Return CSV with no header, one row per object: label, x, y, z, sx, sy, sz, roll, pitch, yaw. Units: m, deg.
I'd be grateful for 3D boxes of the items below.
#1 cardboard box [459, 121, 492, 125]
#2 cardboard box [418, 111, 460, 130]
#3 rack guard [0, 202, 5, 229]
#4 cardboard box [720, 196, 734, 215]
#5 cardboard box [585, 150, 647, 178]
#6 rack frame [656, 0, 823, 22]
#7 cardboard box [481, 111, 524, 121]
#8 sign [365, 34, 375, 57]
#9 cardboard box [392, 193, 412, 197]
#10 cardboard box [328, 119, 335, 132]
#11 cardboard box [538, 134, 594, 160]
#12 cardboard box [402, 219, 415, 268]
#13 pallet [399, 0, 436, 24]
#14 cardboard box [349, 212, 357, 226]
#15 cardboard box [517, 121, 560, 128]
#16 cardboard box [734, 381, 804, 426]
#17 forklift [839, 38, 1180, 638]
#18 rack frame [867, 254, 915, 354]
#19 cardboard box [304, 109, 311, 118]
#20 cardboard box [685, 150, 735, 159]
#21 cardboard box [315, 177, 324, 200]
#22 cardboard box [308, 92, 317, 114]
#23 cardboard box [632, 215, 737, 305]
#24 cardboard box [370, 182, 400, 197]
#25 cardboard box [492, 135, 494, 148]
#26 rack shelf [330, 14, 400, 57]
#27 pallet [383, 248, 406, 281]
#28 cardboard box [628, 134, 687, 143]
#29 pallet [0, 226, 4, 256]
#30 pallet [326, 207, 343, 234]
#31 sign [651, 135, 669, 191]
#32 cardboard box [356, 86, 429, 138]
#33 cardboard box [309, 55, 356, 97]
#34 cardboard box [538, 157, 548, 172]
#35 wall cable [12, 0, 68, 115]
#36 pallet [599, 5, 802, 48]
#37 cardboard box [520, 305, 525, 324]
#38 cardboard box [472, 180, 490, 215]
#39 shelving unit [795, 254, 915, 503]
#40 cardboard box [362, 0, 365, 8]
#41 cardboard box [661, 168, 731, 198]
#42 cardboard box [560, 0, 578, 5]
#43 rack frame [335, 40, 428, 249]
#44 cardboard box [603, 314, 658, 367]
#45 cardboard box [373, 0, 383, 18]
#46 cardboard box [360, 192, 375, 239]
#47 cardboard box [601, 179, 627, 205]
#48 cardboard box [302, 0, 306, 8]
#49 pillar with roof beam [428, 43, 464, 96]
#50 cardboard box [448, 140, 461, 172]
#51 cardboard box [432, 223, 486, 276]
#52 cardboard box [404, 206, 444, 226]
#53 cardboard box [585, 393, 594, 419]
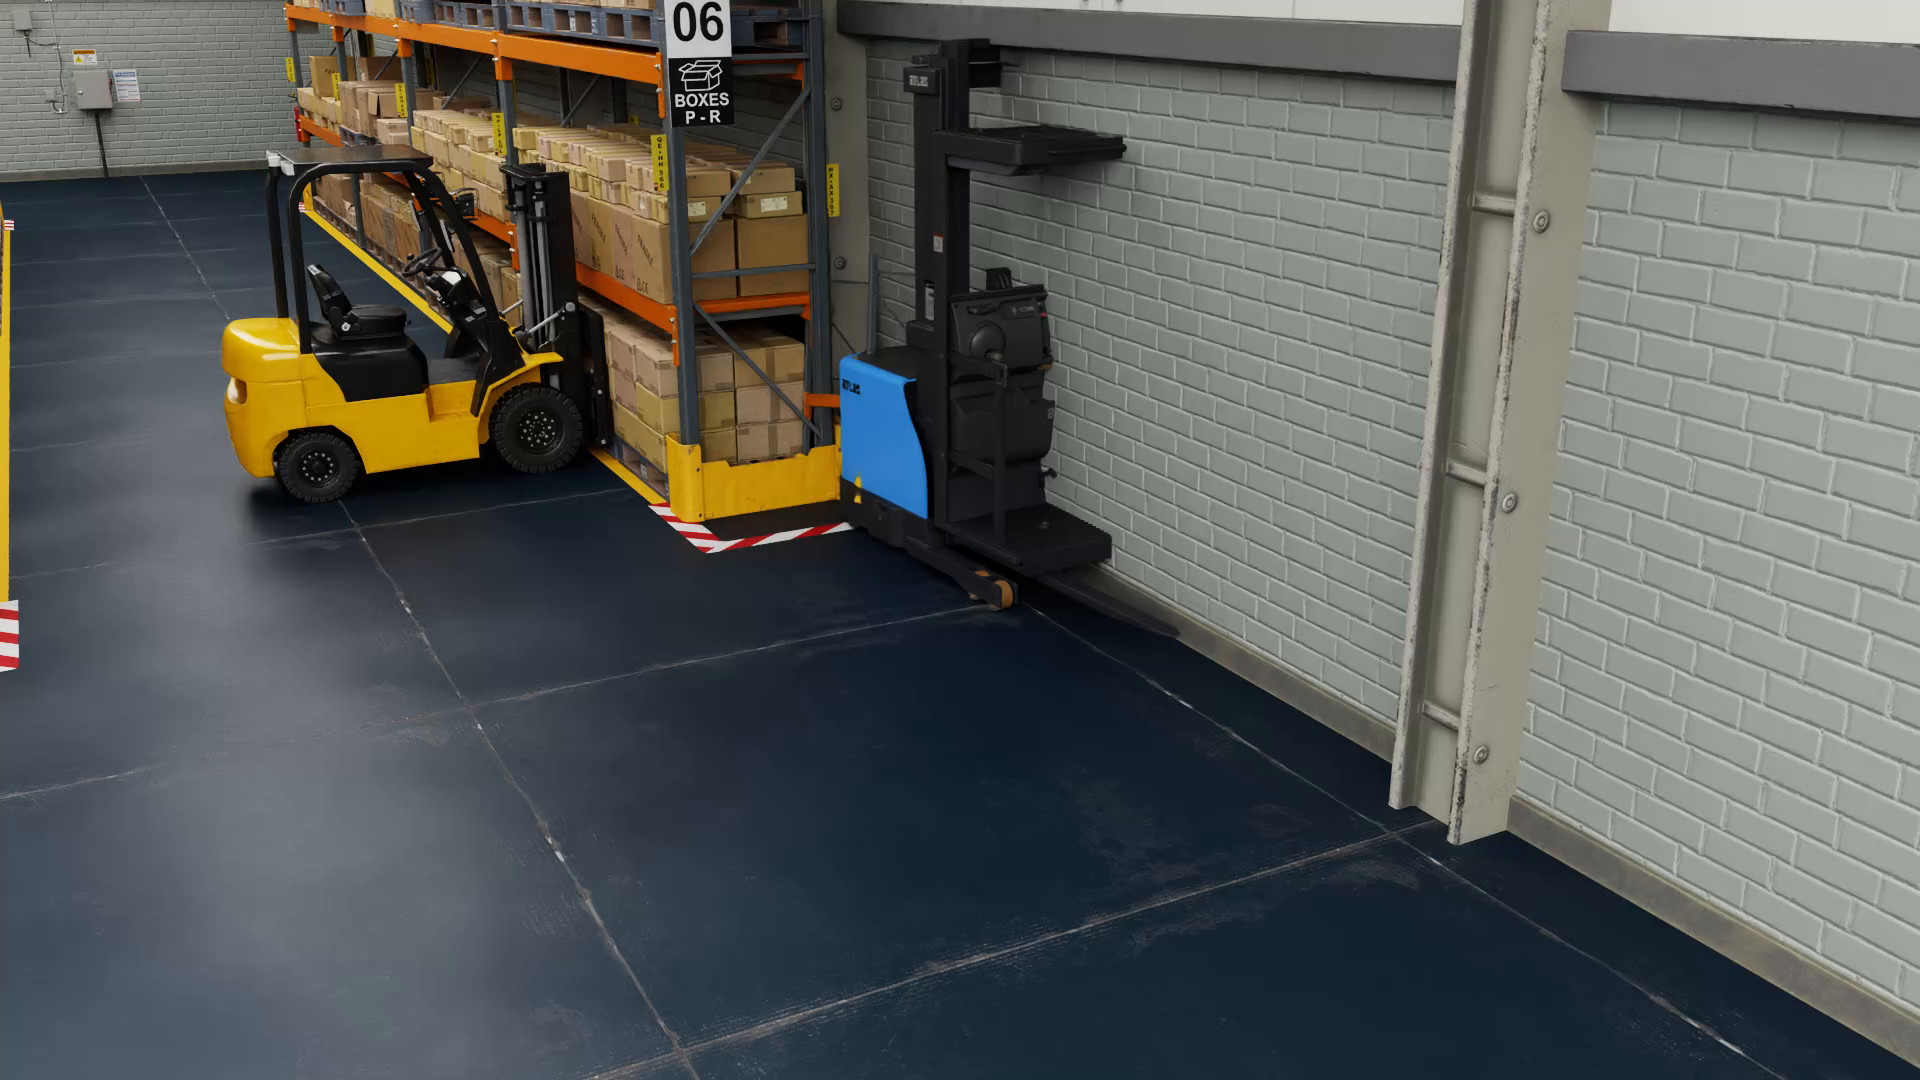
cardboard box,-4.374,-3.751,15.257,0.380,0.149,0.250,-10,21,-27
cardboard box,-5.077,-4.104,16.277,0.380,0.149,0.250,-9,21,-25
rack guard,-13.274,-4.315,21.870,1.175,0.500,0.348,-10,21,-27
cardboard box,-1.404,-2.219,10.816,0.380,0.149,0.250,-10,21,-27
cardboard box,-2.348,-2.582,11.412,0.380,0.149,0.250,-10,21,-26
rack frame,-1.298,-4.503,9.384,1.000,3.000,0.127,-10,21,-27
cardboard box,-4.473,-4.113,16.306,0.380,0.149,0.250,-10,21,-27
sign,-8.398,-7.037,23.666,0.100,0.325,0.005,-10,21,-27
cardboard box,-6.232,-3.853,18.892,0.380,0.149,0.250,-10,21,-26
cardboard box,-7.905,-5.336,21.381,0.380,0.149,0.250,-10,22,-27
cardboard box,-2.943,-2.949,12.476,0.380,0.149,0.250,-9,21,-25
cardboard box,-5.716,-3.213,18.034,0.500,0.500,0.500,-10,22,-27
pallet,-4.696,-5.111,16.035,1.213,0.211,1.003,-9,21,-24
cardboard box,-7.520,-4.077,21.074,0.380,0.149,0.250,-11,22,-28
cardboard box,-3.859,-3.748,15.246,0.380,0.149,0.250,-10,21,-26
cardboard box,-1.339,-0.969,11.146,0.500,0.250,0.500,-10,21,-26
forklift,0.478,-1.178,9.051,1.130,2.935,3.031,-12,22,-31
rack frame,-0.340,-0.977,10.192,0.500,1.500,0.032,-1,6,-27
cardboard box,-8.982,-6.004,23.318,0.380,0.149,0.250,-10,21,-27
cardboard box,-1.754,-2.590,11.434,0.380,0.149,0.250,-9,21,-25
cardboard box,-8.689,-5.088,23.461,0.797,0.503,0.637,-11,22,-29
cardboard box,-8.435,-5.868,22.312,0.500,0.250,0.500,-10,22,-28
cardboard box,-1.763,-1.815,10.638,0.500,0.500,0.500,-11,22,-28
cardboard box,-6.861,-4.223,19.966,0.380,0.149,0.250,-11,22,-28
cardboard box,-3.764,-3.382,14.187,0.380,0.149,0.250,-10,21,-27
rack shelf,-6.047,-5.615,18.310,1.077,0.370,4.000,-10,21,-27
pallet,-5.994,-3.215,19.125,1.003,0.211,1.213,-10,21,-27
cardboard box,-2.281,-2.973,12.544,0.380,0.149,0.250,-10,22,-28
pallet,-12.239,-3.604,20.254,1.003,0.211,1.213,-10,21,-27
pallet,-7.905,-4.341,22.389,1.003,0.211,1.213,-10,21,-27
sign,-1.783,-2.246,9.903,0.100,0.325,0.005,-10,21,-27
cardboard box,-6.345,-4.810,18.675,0.700,0.500,0.500,-10,21,-27
cardboard box,-8.205,-6.081,21.781,0.500,0.500,0.500,-9,21,-25
cardboard box,-2.954,-2.810,12.528,0.380,0.149,0.250,-9,21,-25
wall cable,-14.718,-7.808,26.604,0.588,1.984,0.122,-10,21,-27
pallet,-1.611,-3.250,10.488,1.003,0.211,1.213,-10,21,-27
cardboard box,-3.240,-1.763,13.448,0.500,0.250,0.500,-10,21,-27
cardboard box,-3.911,-2.992,14.433,0.500,0.250,0.500,-10,21,-27
shelving unit,-0.577,-1.025,10.649,0.587,1.500,1.083,-1,6,-27
cardboard box,-7.495,-6.920,21.374,0.380,0.149,0.250,-10,21,-26
cardboard box,-1.654,-2.231,10.396,0.380,0.149,0.250,-10,21,-27
cardboard box,-2.366,-3.952,11.432,0.797,0.503,0.637,-9,21,-25
rack frame,-6.997,-5.111,20.346,1.000,3.000,0.127,-10,21,-27
cardboard box,-2.288,-1.411,11.660,0.500,0.250,0.500,-10,21,-26
cardboard box,-5.794,-5.564,17.289,0.500,0.250,0.500,-10,21,-26
cardboard box,-6.965,-3.955,20.182,0.500,0.500,0.500,-9,21,-24
cardboard box,-2.203,-2.372,11.258,0.380,0.149,0.250,-11,22,-28
cardboard box,-8.307,-6.976,21.537,0.380,0.149,0.250,-10,21,-27
pillar with roof beam,-10.323,-7.620,18.419,9.100,9.000,0.400,-10,21,-27
cardboard box,-4.367,-3.524,15.208,0.500,0.250,0.500,-10,21,-26
cardboard box,-4.813,-2.858,16.812,0.875,0.625,0.625,-9,21,-25
cardboard box,-5.712,-3.463,17.762,0.380,0.149,0.250,-11,22,-29
cardboard box,-2.523,-1.086,12.252,0.500,0.250,0.500,-9,21,-25
